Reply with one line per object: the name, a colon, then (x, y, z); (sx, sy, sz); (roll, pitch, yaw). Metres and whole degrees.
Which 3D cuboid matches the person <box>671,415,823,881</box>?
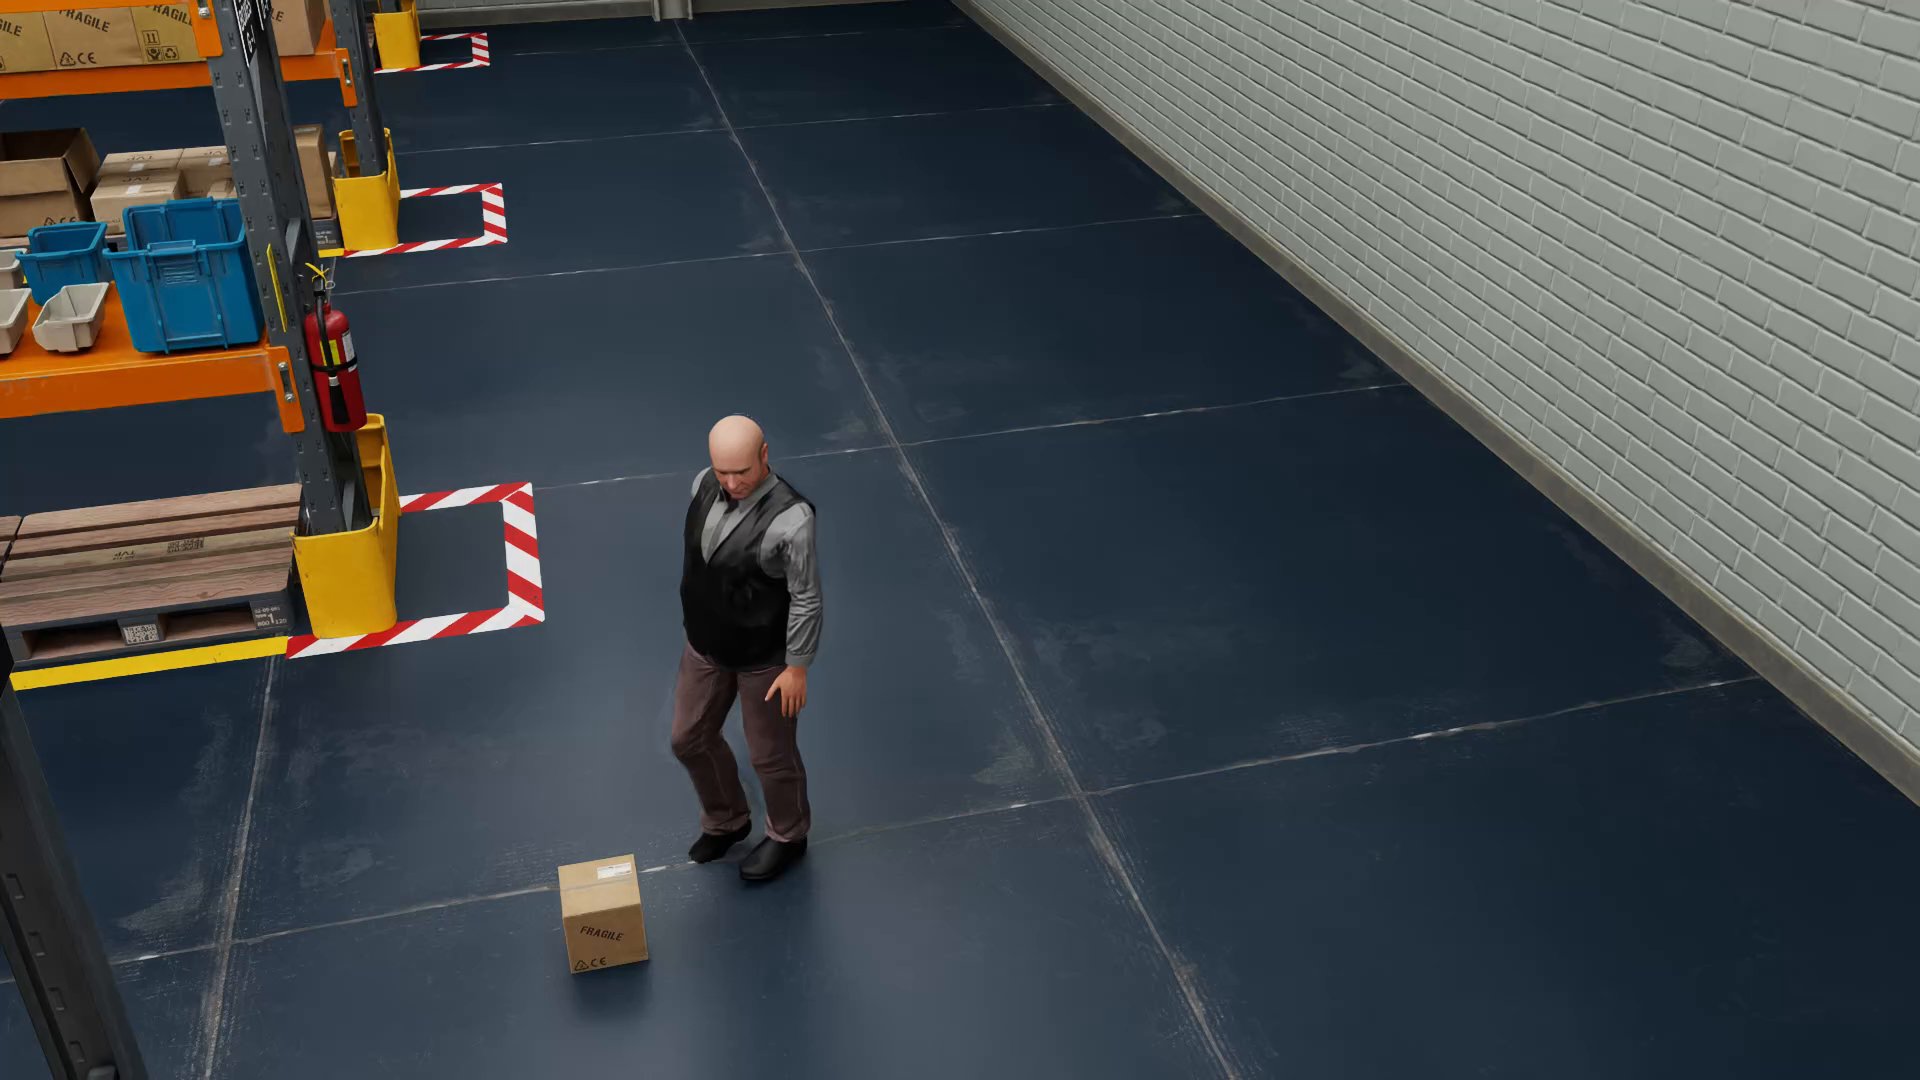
person: (-0.706, 0.413, 5.491); (0.568, 1.807, 0.403); (23, 37, 34)
